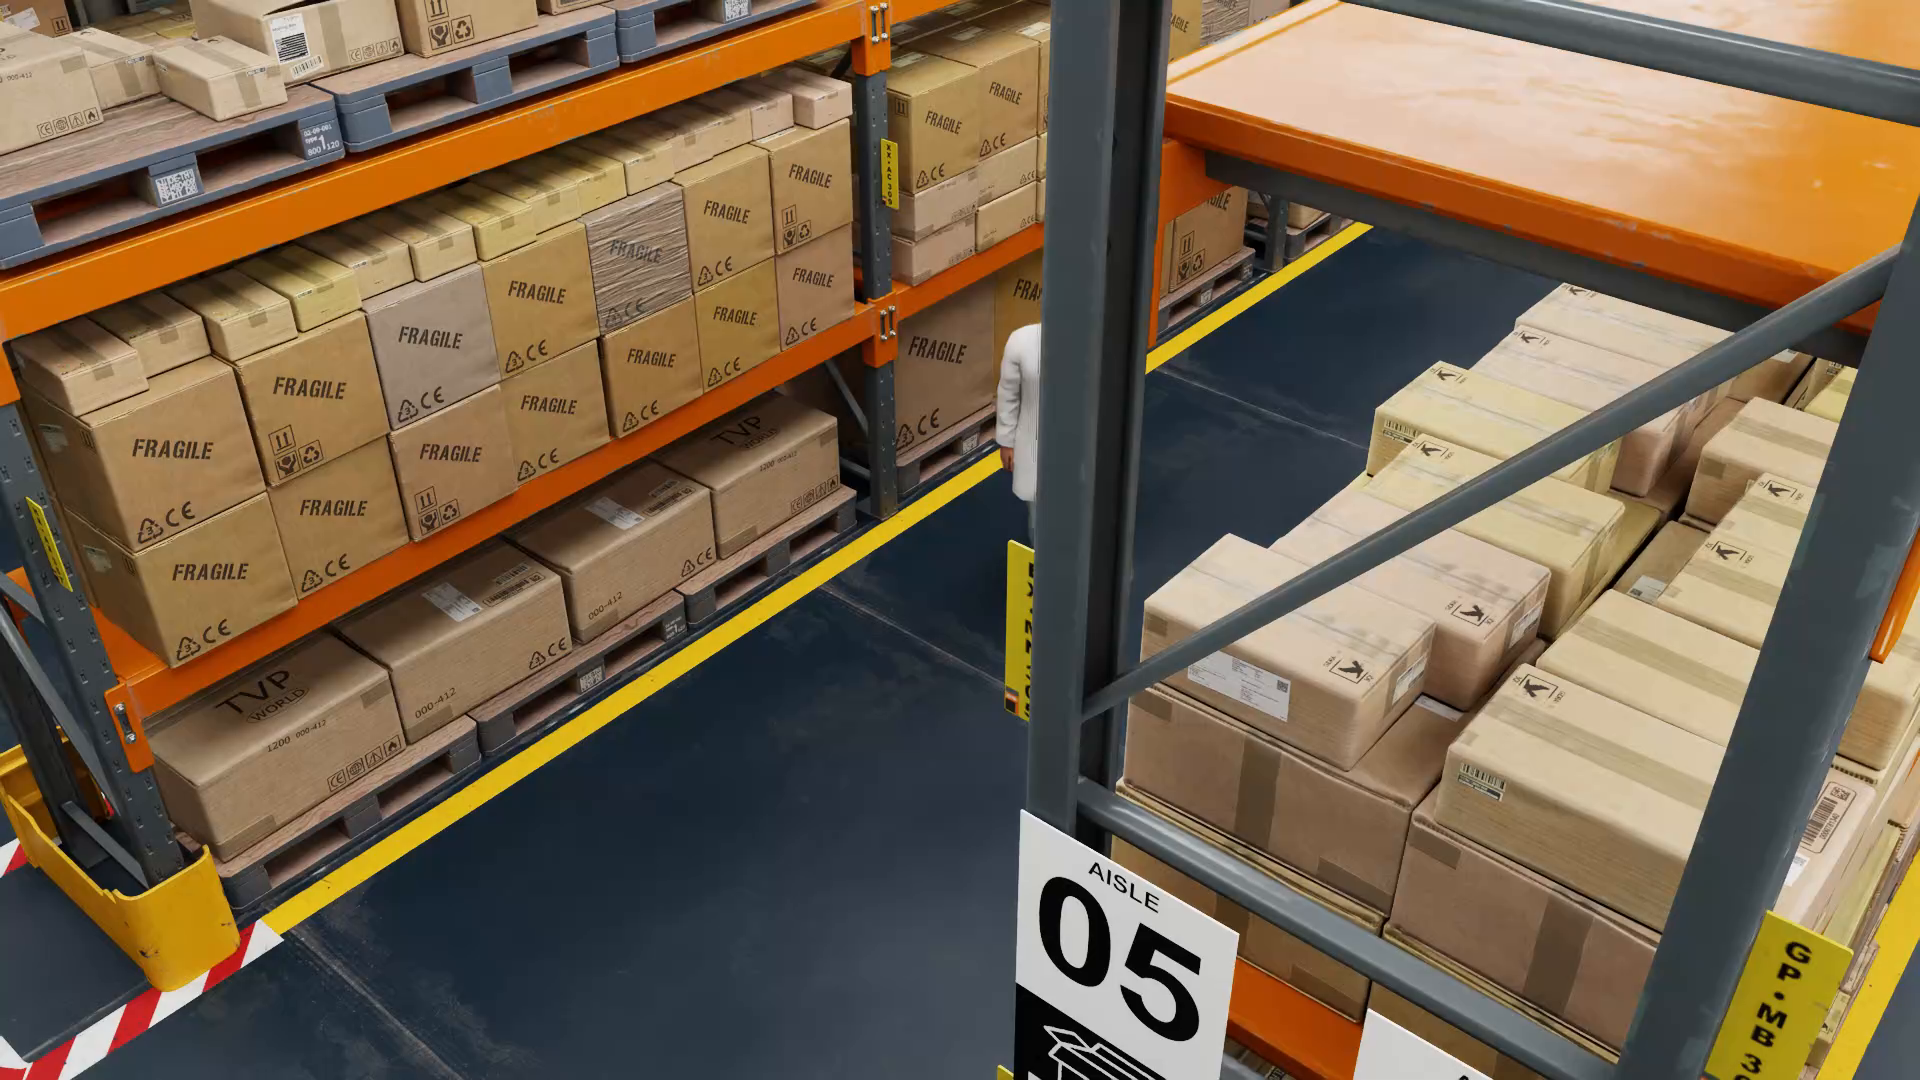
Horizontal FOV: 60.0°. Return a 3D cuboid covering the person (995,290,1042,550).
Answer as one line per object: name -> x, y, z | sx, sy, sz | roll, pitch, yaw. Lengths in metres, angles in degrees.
person -> 0.477, -0.483, 7.951 | 0.616, 1.769, 0.665 | -3, 35, -4
